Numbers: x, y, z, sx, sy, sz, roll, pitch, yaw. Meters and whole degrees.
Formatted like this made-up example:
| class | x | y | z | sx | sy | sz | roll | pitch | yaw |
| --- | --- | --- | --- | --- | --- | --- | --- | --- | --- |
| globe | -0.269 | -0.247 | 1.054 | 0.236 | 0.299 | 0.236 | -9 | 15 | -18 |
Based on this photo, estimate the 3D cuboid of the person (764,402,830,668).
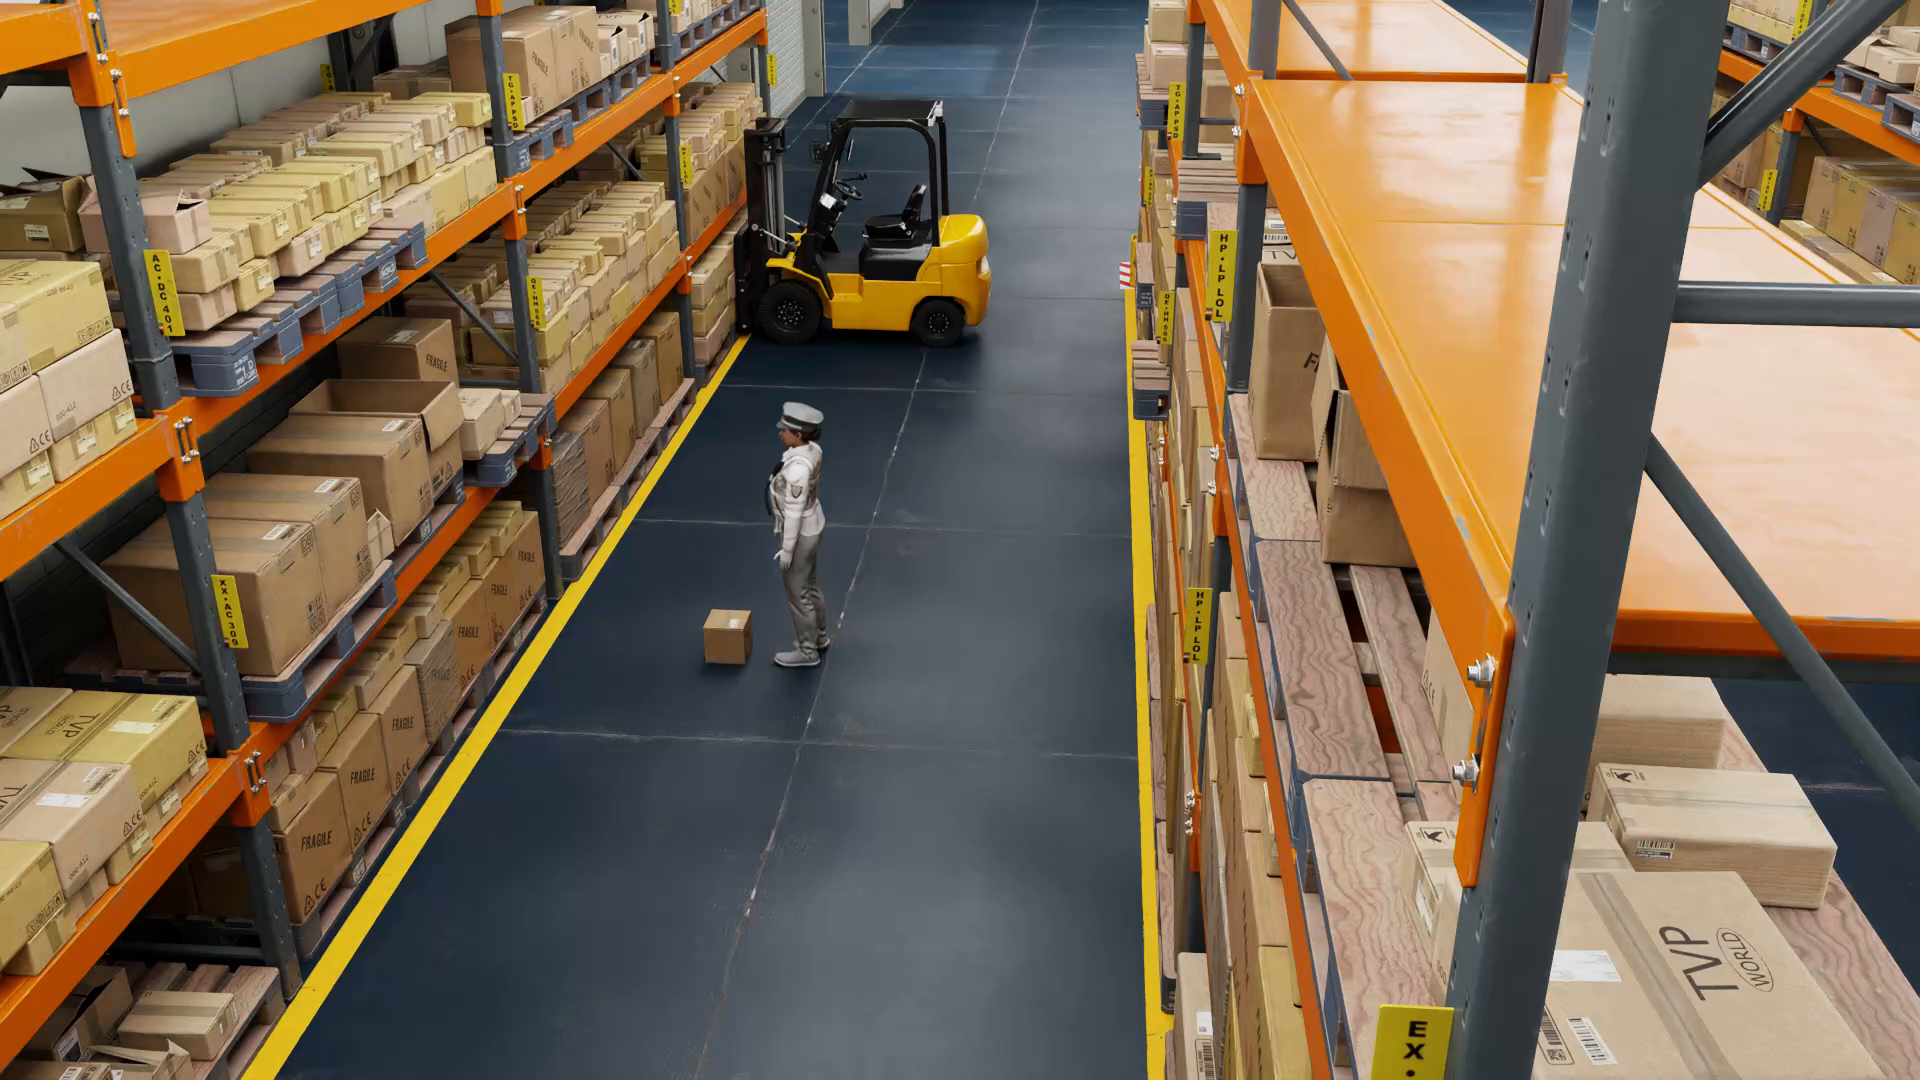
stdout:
| class | x | y | z | sx | sy | sz | roll | pitch | yaw |
| --- | --- | --- | --- | --- | --- | --- | --- | --- | --- |
| person | -0.971 | -0.006 | 10.029 | 0.348 | 1.732 | 0.475 | 2 | 25 | 5 |
